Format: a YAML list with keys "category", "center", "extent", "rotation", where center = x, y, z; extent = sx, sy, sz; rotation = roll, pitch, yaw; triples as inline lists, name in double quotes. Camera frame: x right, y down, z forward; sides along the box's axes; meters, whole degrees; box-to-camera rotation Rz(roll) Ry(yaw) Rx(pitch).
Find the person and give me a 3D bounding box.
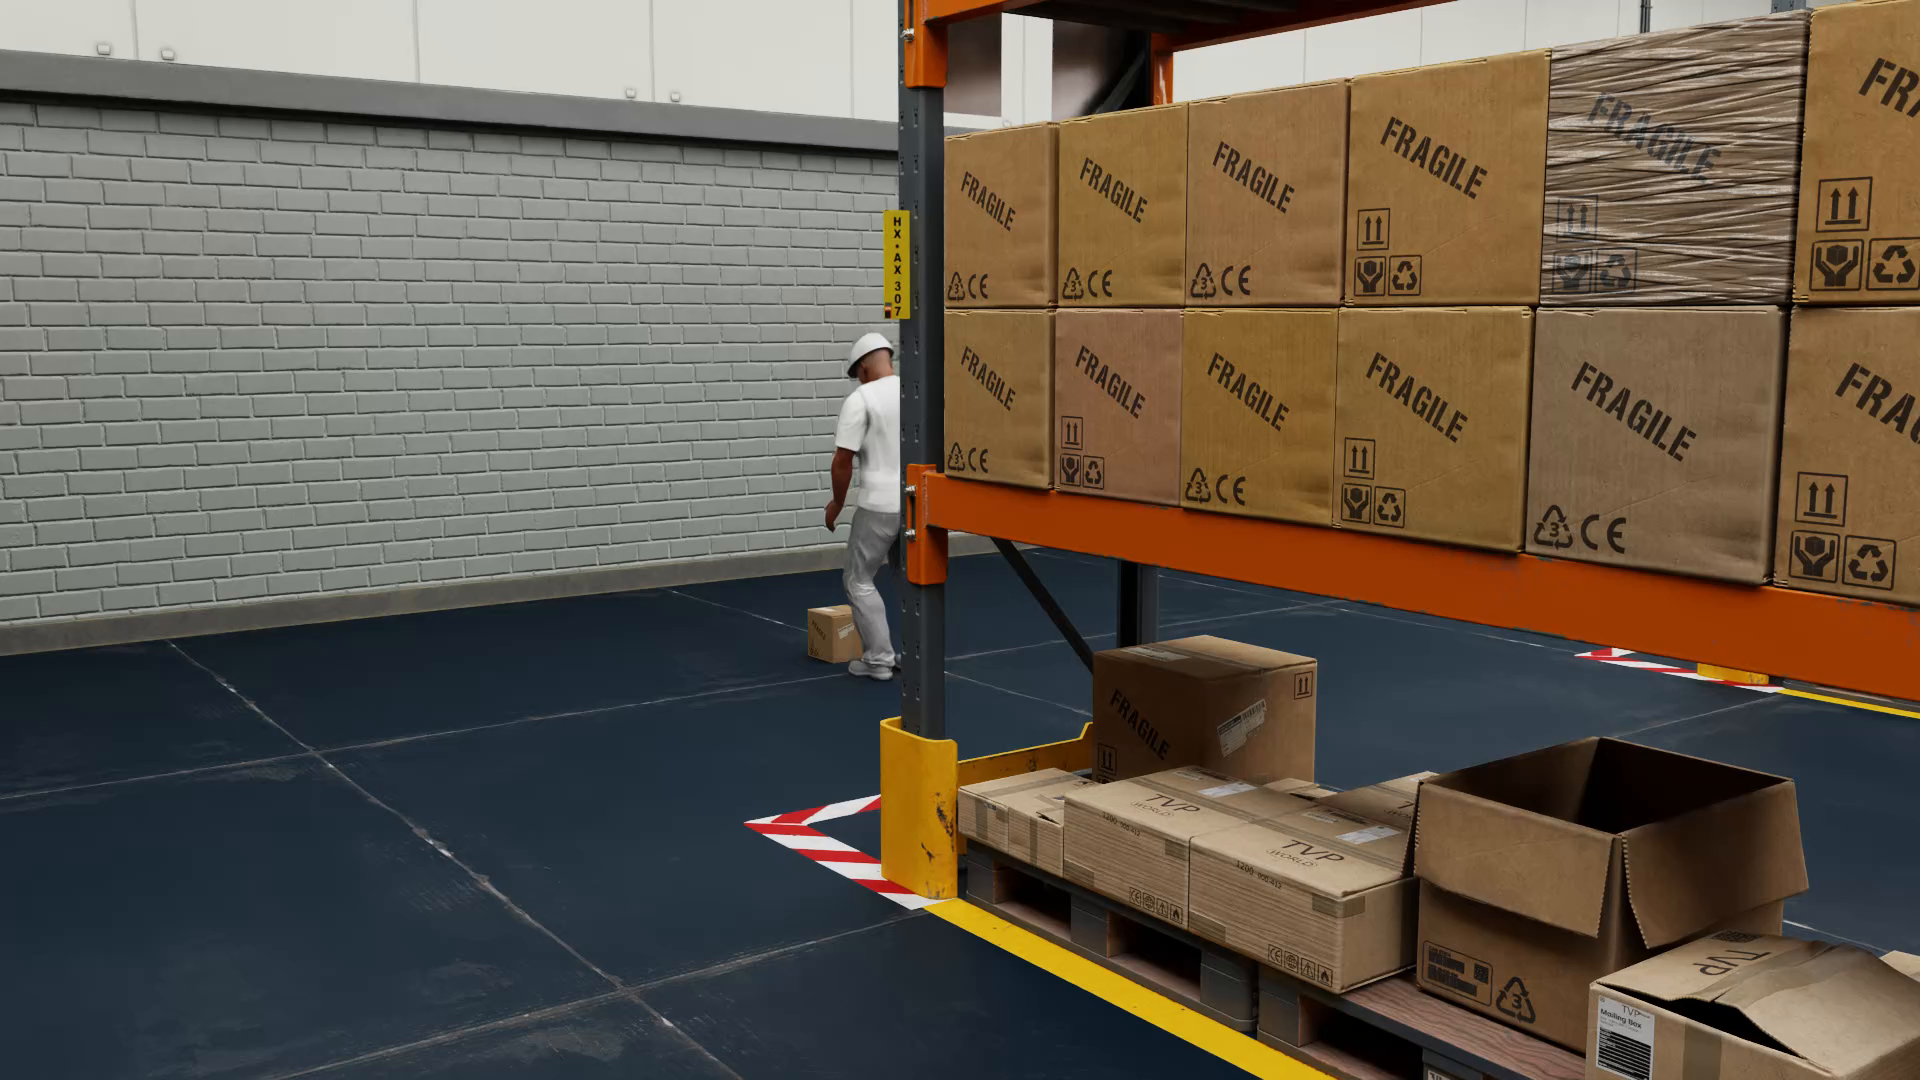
- category: "person"
  center: [-0.370, -0.170, 8.238]
  extent: [0.599, 1.696, 0.491]
  rotation: [-5, 9, -34]
